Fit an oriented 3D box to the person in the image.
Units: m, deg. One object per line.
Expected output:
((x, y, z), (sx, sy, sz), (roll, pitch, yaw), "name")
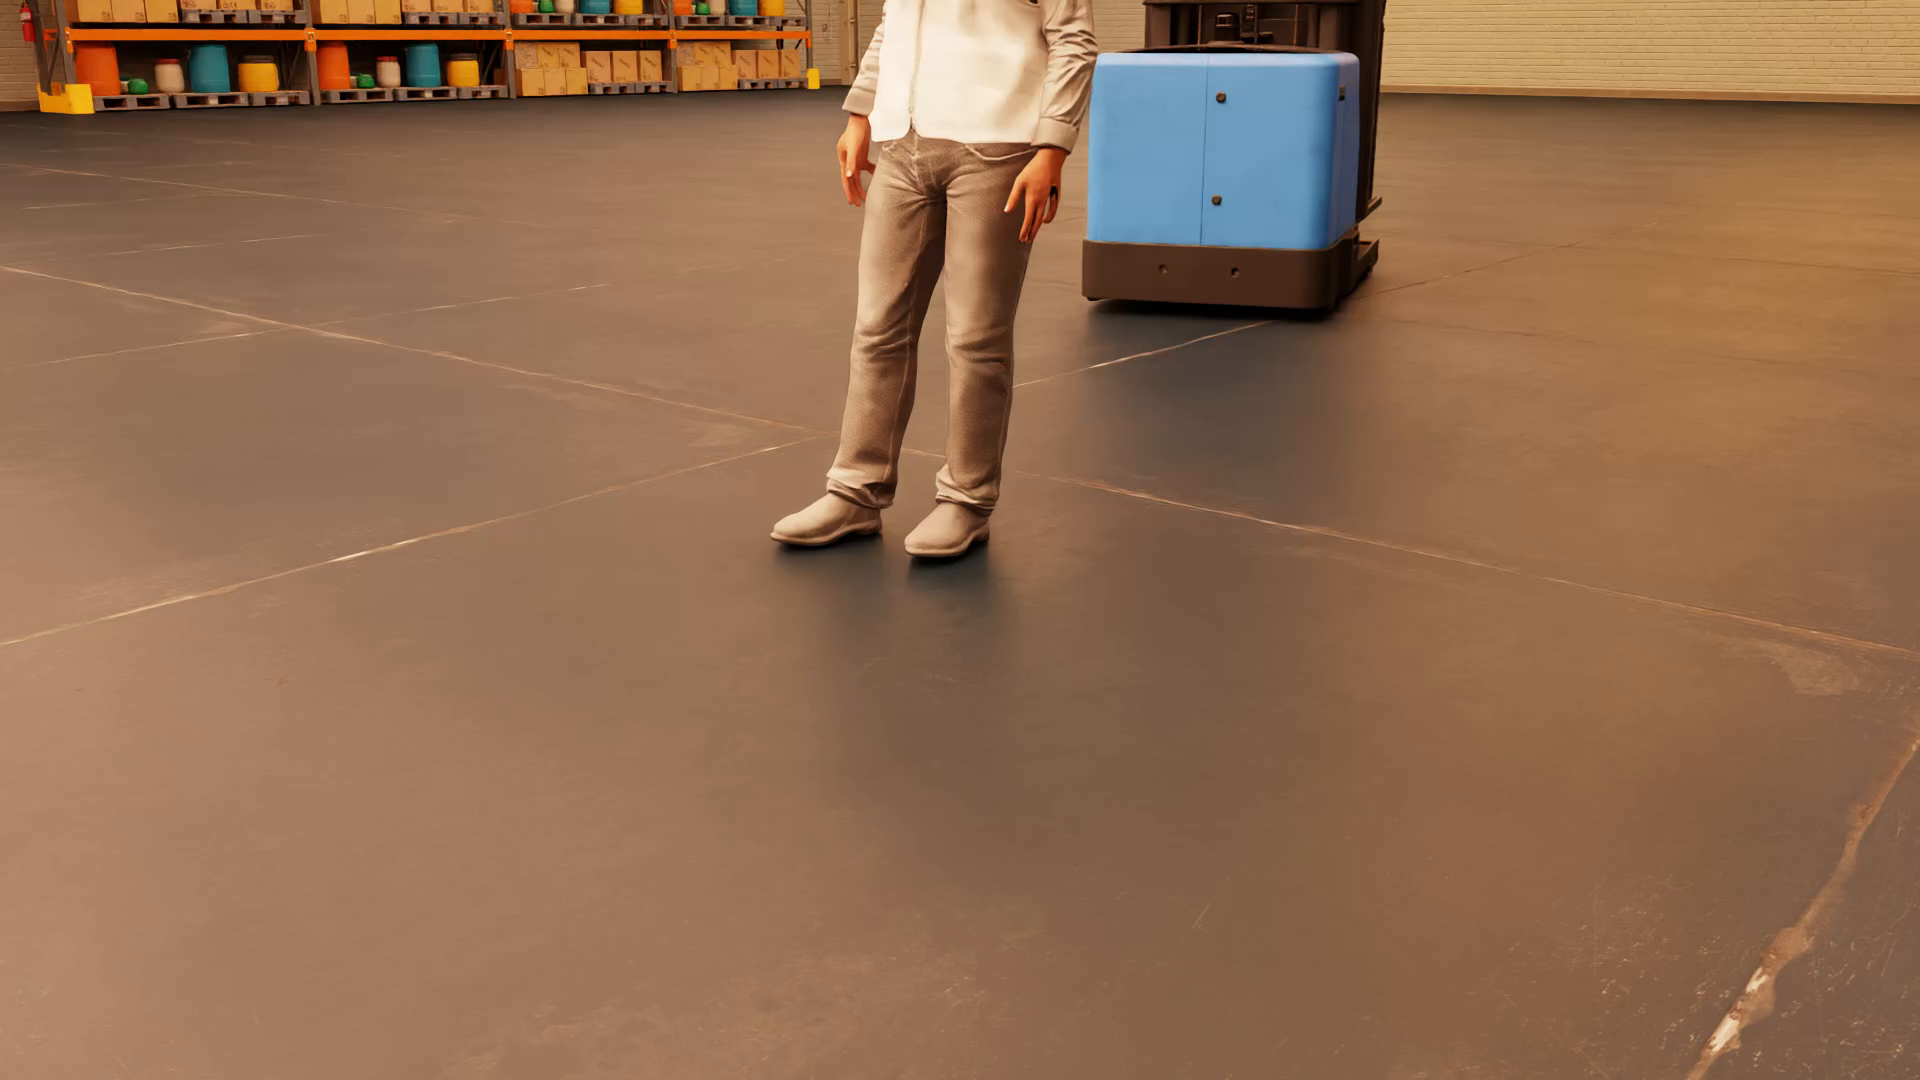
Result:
((-0.046, -0.844, 3.641), (0.632, 1.773, 0.568), (13, 21, 37), "person")

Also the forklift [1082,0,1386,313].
((1.487, -2.736, 7.909), (1.130, 2.935, 3.031), (6, 18, 18), "forklift")
